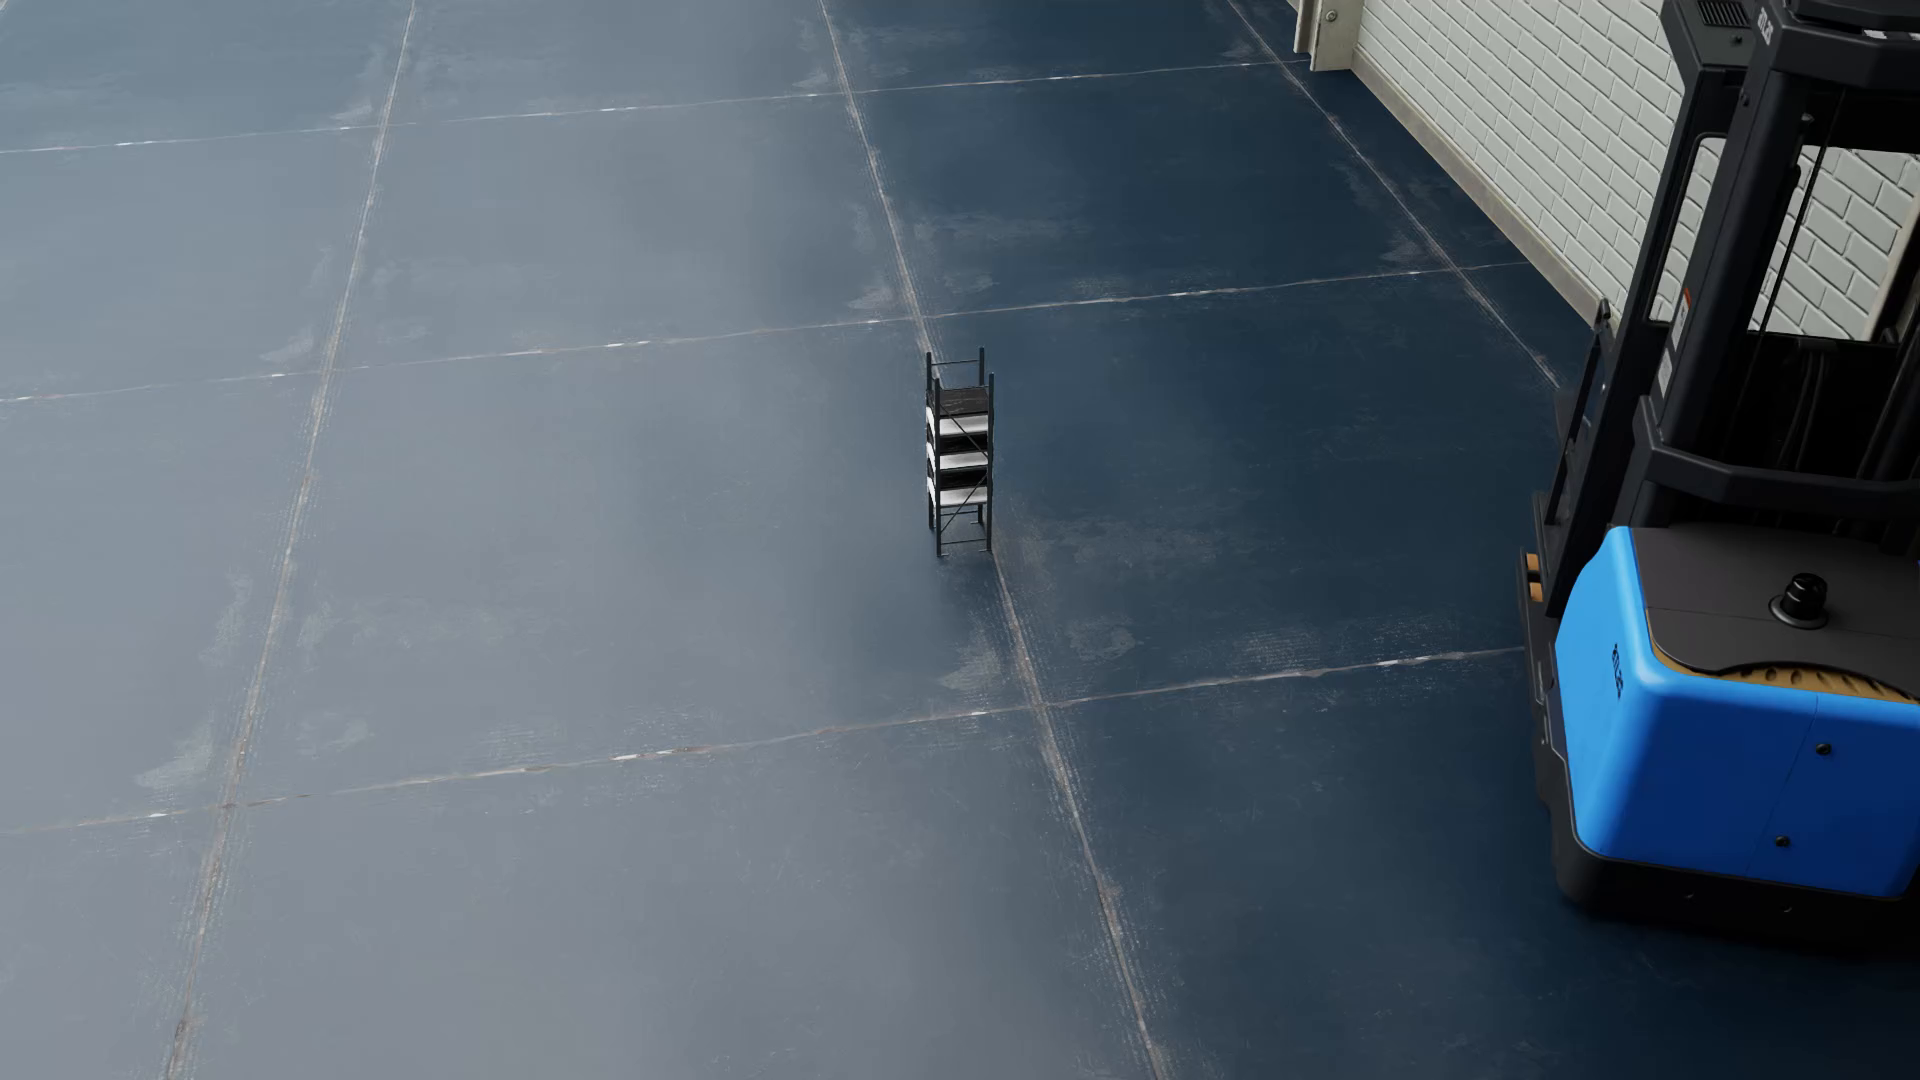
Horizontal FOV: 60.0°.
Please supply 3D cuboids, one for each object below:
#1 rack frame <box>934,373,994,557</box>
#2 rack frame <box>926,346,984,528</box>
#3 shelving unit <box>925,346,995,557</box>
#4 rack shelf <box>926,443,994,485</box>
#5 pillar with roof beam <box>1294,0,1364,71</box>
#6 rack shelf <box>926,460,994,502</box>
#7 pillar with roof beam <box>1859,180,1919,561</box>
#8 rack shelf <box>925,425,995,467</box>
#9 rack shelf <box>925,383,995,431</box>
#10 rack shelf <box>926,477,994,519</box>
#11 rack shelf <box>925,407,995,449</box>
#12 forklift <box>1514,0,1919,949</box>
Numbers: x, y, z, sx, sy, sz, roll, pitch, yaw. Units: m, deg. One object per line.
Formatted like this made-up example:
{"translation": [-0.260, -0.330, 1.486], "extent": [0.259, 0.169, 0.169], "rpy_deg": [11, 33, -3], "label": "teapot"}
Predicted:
{"translation": [0.016, -0.299, 6.901], "extent": [0.240, 0.900, 0.006], "rpy_deg": [-6, 38, -8], "label": "rack frame"}
{"translation": [-0.019, -0.422, 7.059], "extent": [0.240, 0.900, 0.006], "rpy_deg": [-6, 38, -8], "label": "rack frame"}
{"translation": [-0.001, -0.360, 6.980], "extent": [0.258, 0.900, 0.210], "rpy_deg": [-6, 38, -8], "label": "shelving unit"}
{"translation": [-0.001, -0.334, 7.001], "extent": [0.258, 0.077, 0.200], "rpy_deg": [-6, 38, -8], "label": "rack shelf"}
{"translation": [-1.711, -6.432, 8.195], "extent": [9.100, 9.000, 0.400], "rpy_deg": [-6, 38, -8], "label": "pillar with roof beam"}
{"translation": [-0.001, -0.263, 7.056], "extent": [0.258, 0.077, 0.200], "rpy_deg": [-6, 38, -8], "label": "rack shelf"}
{"translation": [-0.659, -2.808, 3.530], "extent": [9.100, 9.000, 0.400], "rpy_deg": [-6, 38, -8], "label": "pillar with roof beam"}
{"translation": [-0.001, -0.405, 6.945], "extent": [0.258, 0.077, 0.200], "rpy_deg": [-6, 38, -8], "label": "rack shelf"}
{"translation": [-0.001, -0.547, 6.835], "extent": [0.258, 0.077, 0.200], "rpy_deg": [-6, 38, -8], "label": "rack shelf"}
{"translation": [-0.001, -0.192, 7.111], "extent": [0.258, 0.077, 0.200], "rpy_deg": [-6, 38, -8], "label": "rack shelf"}
{"translation": [-0.001, -0.476, 6.890], "extent": [0.258, 0.077, 0.200], "rpy_deg": [-6, 38, -8], "label": "rack shelf"}
{"translation": [2.823, -0.730, 5.801], "extent": [1.130, 2.935, 3.031], "rpy_deg": [7, 38, 9], "label": "forklift"}
